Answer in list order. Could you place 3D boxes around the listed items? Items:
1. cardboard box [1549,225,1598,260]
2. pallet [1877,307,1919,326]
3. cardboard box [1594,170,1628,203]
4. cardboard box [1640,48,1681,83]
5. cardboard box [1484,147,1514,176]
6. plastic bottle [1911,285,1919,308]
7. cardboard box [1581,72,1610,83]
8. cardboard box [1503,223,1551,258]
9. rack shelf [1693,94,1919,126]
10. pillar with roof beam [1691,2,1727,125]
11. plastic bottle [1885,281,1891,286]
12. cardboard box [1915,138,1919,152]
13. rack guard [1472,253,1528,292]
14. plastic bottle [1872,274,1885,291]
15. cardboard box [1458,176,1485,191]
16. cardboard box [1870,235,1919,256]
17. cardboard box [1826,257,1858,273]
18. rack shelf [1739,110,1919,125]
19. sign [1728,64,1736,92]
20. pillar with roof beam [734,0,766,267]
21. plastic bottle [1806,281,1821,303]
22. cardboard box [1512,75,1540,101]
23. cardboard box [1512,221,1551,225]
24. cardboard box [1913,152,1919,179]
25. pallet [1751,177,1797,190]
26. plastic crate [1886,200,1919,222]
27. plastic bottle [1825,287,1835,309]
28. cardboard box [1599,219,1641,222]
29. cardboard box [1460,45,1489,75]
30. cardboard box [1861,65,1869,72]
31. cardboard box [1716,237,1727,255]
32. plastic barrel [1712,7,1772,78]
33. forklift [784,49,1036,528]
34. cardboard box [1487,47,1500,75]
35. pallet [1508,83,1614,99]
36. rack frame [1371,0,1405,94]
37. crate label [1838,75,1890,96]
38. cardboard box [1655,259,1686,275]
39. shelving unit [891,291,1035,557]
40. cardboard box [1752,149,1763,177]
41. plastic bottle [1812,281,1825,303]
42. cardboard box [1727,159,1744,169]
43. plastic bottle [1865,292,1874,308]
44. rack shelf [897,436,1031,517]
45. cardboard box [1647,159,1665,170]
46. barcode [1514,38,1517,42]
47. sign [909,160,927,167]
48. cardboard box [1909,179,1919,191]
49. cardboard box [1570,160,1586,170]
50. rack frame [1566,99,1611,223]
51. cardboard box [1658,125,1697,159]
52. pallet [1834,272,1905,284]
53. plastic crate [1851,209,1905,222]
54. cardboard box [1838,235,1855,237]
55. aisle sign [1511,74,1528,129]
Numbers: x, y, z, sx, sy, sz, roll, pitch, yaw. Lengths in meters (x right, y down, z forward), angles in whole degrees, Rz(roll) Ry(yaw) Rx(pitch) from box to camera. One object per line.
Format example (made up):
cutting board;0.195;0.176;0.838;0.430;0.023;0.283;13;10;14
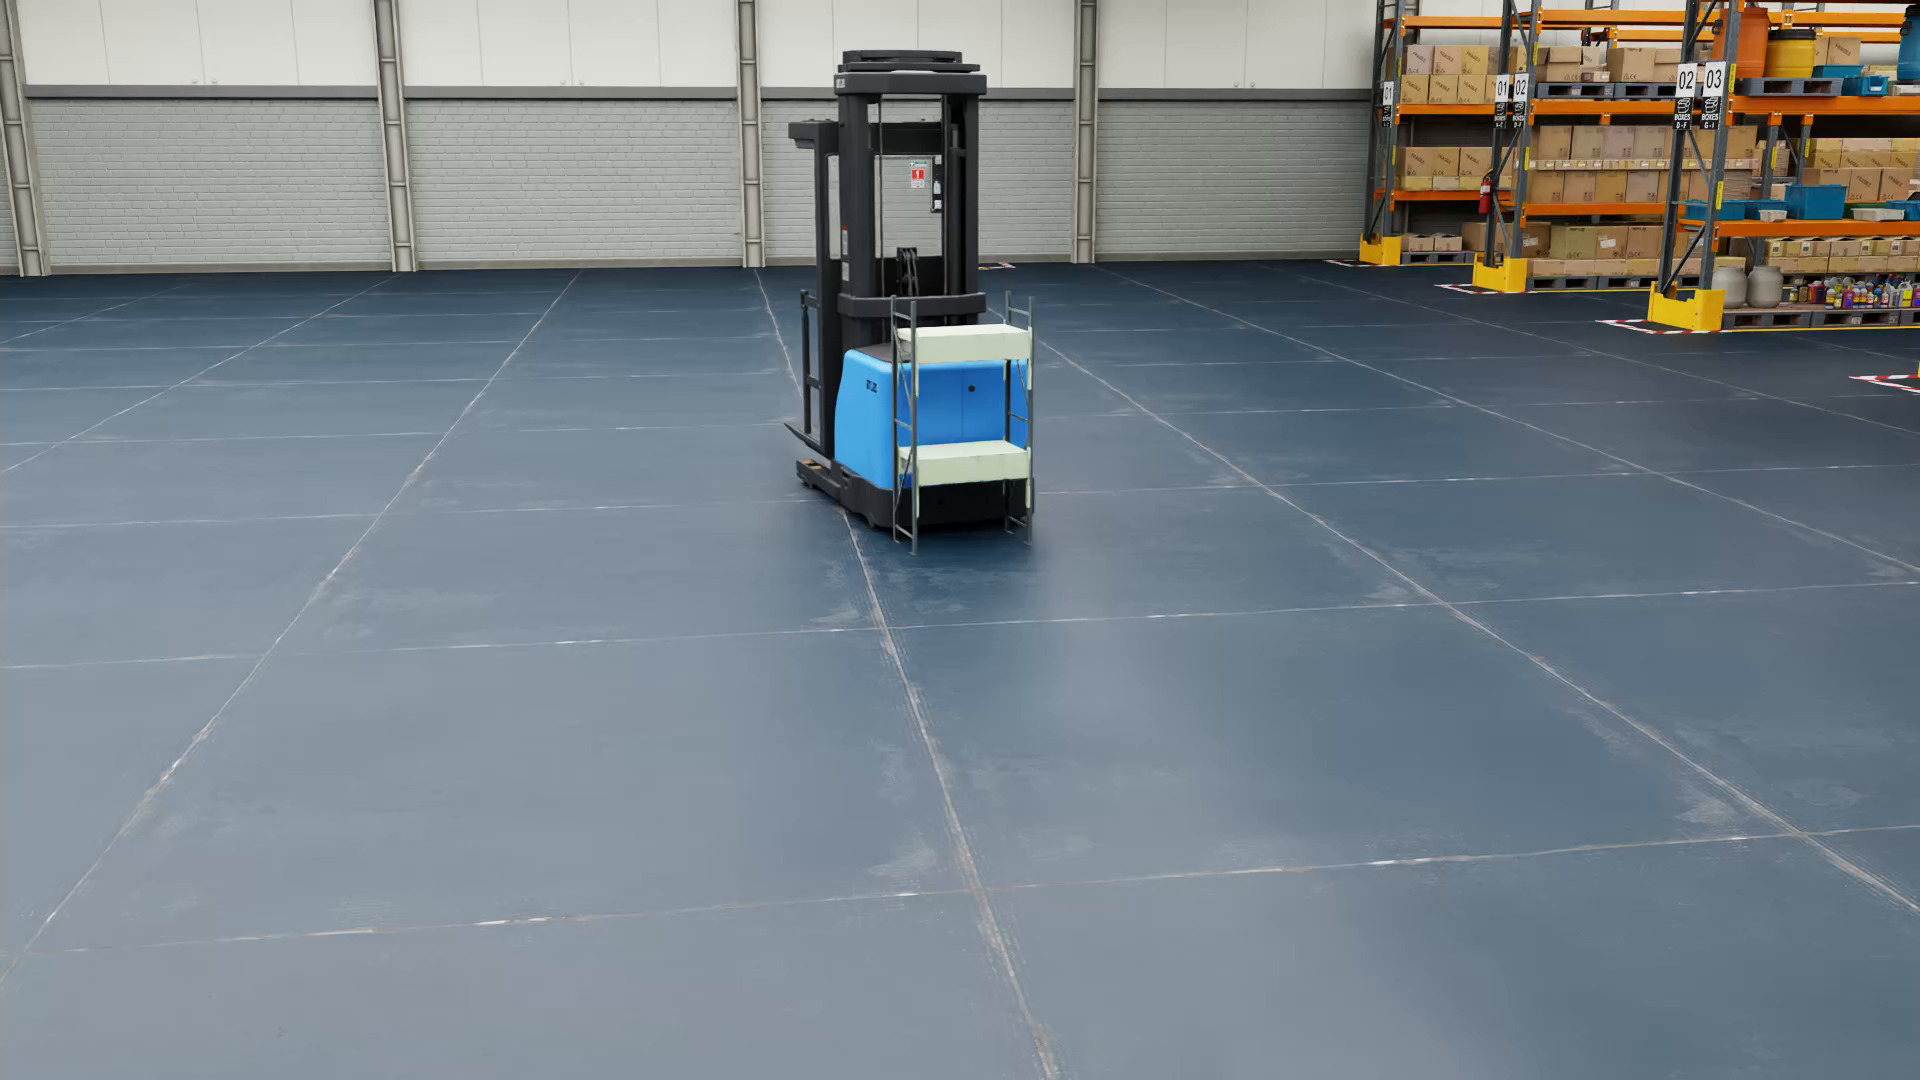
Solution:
cardboard box;9.421;-4.573;25.536;0.500;0.500;0.500;-2;14;-8
pallet;12.383;-2.941;21.514;1.213;0.211;1.003;-2;14;-8
cardboard box;9.838;-5.453;25.595;0.500;0.500;0.700;-2;14;-8
cardboard box;10.672;-7.247;25.421;0.637;0.503;0.797;-1;14;-2
cardboard box;9.649;-6.846;30.078;0.500;0.500;0.500;-2;14;-7
plastic bottle;12.115;-3.088;21.048;0.133;0.283;0.061;-1;14;-5
cardboard box;9.553;-6.959;25.004;0.250;0.149;0.380;-2;14;-8
cardboard box;8.850;-4.679;25.960;0.500;0.500;0.500;-2;14;-8
rack shelf;11.076;-5.341;20.665;4.000;0.370;1.077;-2;14;-8
pillar with roof beam;14.760;-8.871;27.095;0.400;9.000;9.100;-2;14;-8
plastic bottle;12.068;-3.234;21.655;0.097;0.271;0.097;0;14;0
cardboard box;18.053;-7.434;31.297;0.500;0.250;0.500;-2;14;-7
rack guard;8.340;-4.141;25.706;0.348;0.500;1.175;-2;14;-8
plastic bottle;12.007;-3.300;21.755;0.185;0.351;0.144;-3;14;-11
cardboard box;9.168;-6.463;30.094;0.500;0.250;0.500;-2;14;-9
cardboard box;14.781;-4.670;26.313;0.500;0.311;0.500;-2;14;-9
cardboard box;13.772;-4.362;26.237;0.500;0.250;0.500;-3;14;-10
rack shelf;14.297;-6.678;25.995;4.000;0.370;1.077;-2;14;-8
sign;9.175;-5.489;19.760;0.005;0.325;0.100;-2;14;-8
pillar with roof beam;-3.040;-8.219;24.494;0.400;9.000;9.100;-2;14;-8
plastic bottle;11.102;-3.229;21.628;0.135;0.276;0.152;-2;14;-8
cardboard box;10.070;-8.082;29.867;0.500;0.500;0.500;-3;14;-11
cardboard box;10.557;-5.644;30.796;0.500;0.500;0.500;-3;14;-13
cardboard box;18.068;-7.069;31.383;0.500;0.500;0.500;-2;14;-8
pallet;14.844;-6.691;31.130;1.003;0.211;1.213;-2;14;-8
plastic crate;11.999;-4.130;20.830;0.616;0.251;0.499;-2;14;-8
plastic bottle;10.937;-3.043;20.895;0.097;0.271;0.097;0;14;0
cardboard box;12.303;-5.722;31.107;0.500;0.500;0.700;-2;14;-6
cardboard box;9.048;-8.527;29.586;0.500;0.500;0.500;-2;14;-7
cardboard box;16.520;-8.616;31.134;0.500;0.500;0.700;-3;14;-11
cardboard box;11.814;-4.791;26.409;0.500;0.500;0.500;-2;14;-8
plastic barrel;9.559;-6.078;20.378;0.708;0.830;0.600;-2;14;-8
forklift;-0.518;-1.809;11.408;1.130;2.935;3.031;-5;15;-20
cardboard box;9.536;-8.674;30.173;0.500;0.500;0.500;-2;14;-8
pallet;9.067;-6.786;25.128;1.213;0.211;1.003;-2;14;-8
rack frame;7.622;-9.456;29.426;0.127;3.000;1.000;-2;14;-8
crate label;10.998;-5.534;20.261;0.408;0.251;0.502;-2;14;-8
cardboard box;10.905;-4.262;25.841;0.500;0.250;0.500;-2;14;-8
shelving unit;0.013;-0.705;9.951;0.755;1.500;0.431;-5;15;-20
cardboard box;14.521;-7.051;31.062;0.500;0.500;0.700;-3;14;-14
plastic bottle;11.118;-3.207;21.525;0.133;0.283;0.061;-2;14;-8
cardboard box;11.837;-5.793;25.614;0.250;0.149;0.380;-2;14;-9
plastic bottle;11.473;-3.029;20.982;0.097;0.201;0.097;0;14;0
rack shelf;0.013;-0.389;10.031;0.720;0.370;0.431;-5;15;-20
cardboard box;10.564;-5.745;25.424;0.250;0.149;0.380;-2;14;-6
barcode;10.139;-9.120;30.350;0.075;0.075;0.001;-2;14;-8
sign;-0.753;-6.758;29.842;0.331;0.109;0.001;-2;14;-8
cardboard box;15.361;-5.615;26.629;0.500;0.311;0.500;-2;14;-9
cardboard box;9.291;-5.699;25.240;0.250;0.149;0.380;-2;14;-8
rack frame;11.577;-6.691;30.734;0.127;3.000;1.000;-2;14;-8
cardboard box;10.886;-6.123;25.597;0.500;0.500;0.700;-2;14;-8
pallet;14.251;-4.228;26.646;1.213;0.211;1.003;-2;14;-8
plastic crate;11.485;-4.060;20.786;0.437;0.136;0.530;-2;14;-8
cardboard box;14.182;-4.780;26.752;0.500;0.311;0.500;-2;14;-9
aisle sign;8.344;-6.539;24.786;0.004;0.787;0.394;-2;14;-8
